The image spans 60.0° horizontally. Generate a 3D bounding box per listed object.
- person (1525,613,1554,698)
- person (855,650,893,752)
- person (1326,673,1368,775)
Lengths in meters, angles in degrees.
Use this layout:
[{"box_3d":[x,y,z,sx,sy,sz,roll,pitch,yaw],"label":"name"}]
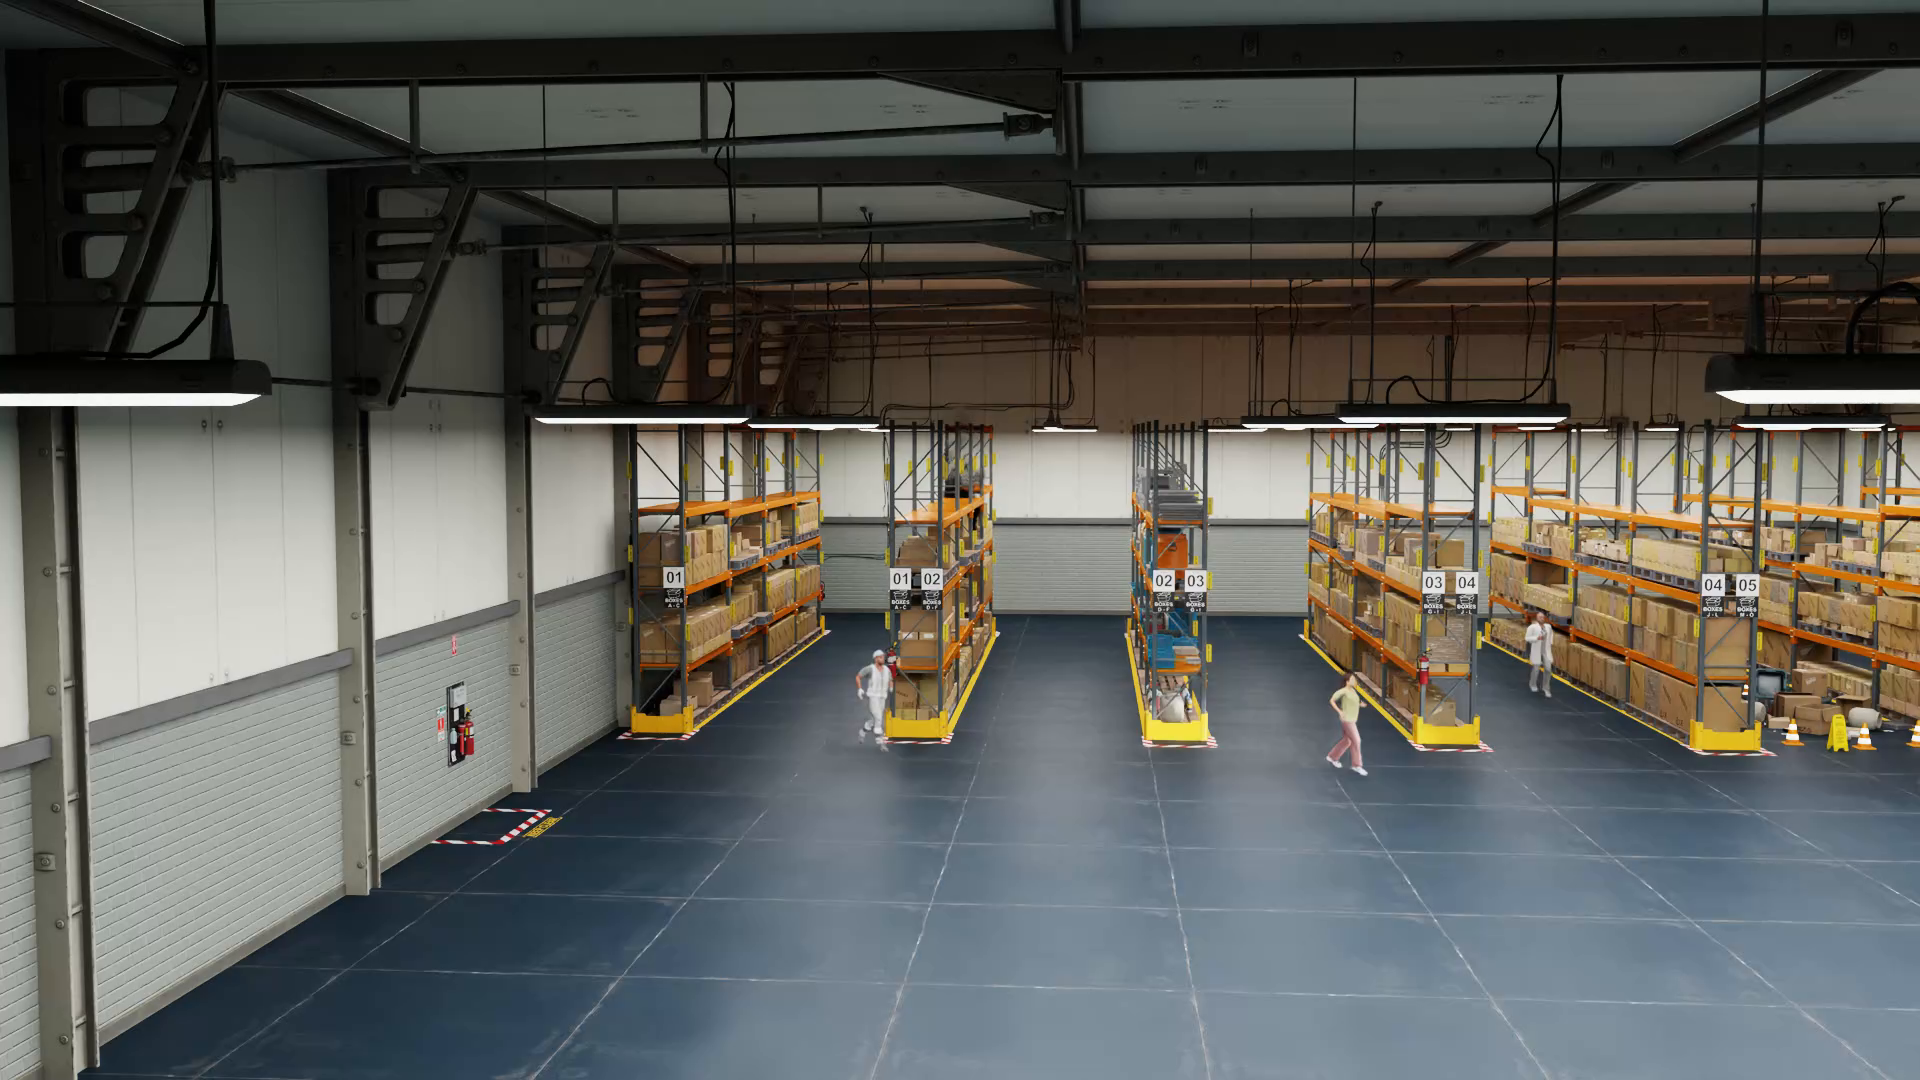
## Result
[{"box_3d":[12.766,2.512,36.603,0.692,1.841,0.842,0,4,1],"label":"person"},{"box_3d":[-1.489,2.901,30.340,0.703,1.768,0.929,-3,5,-40],"label":"person"},{"box_3d":[6.580,3.095,28.215,0.800,1.704,0.567,3,4,36],"label":"person"}]
